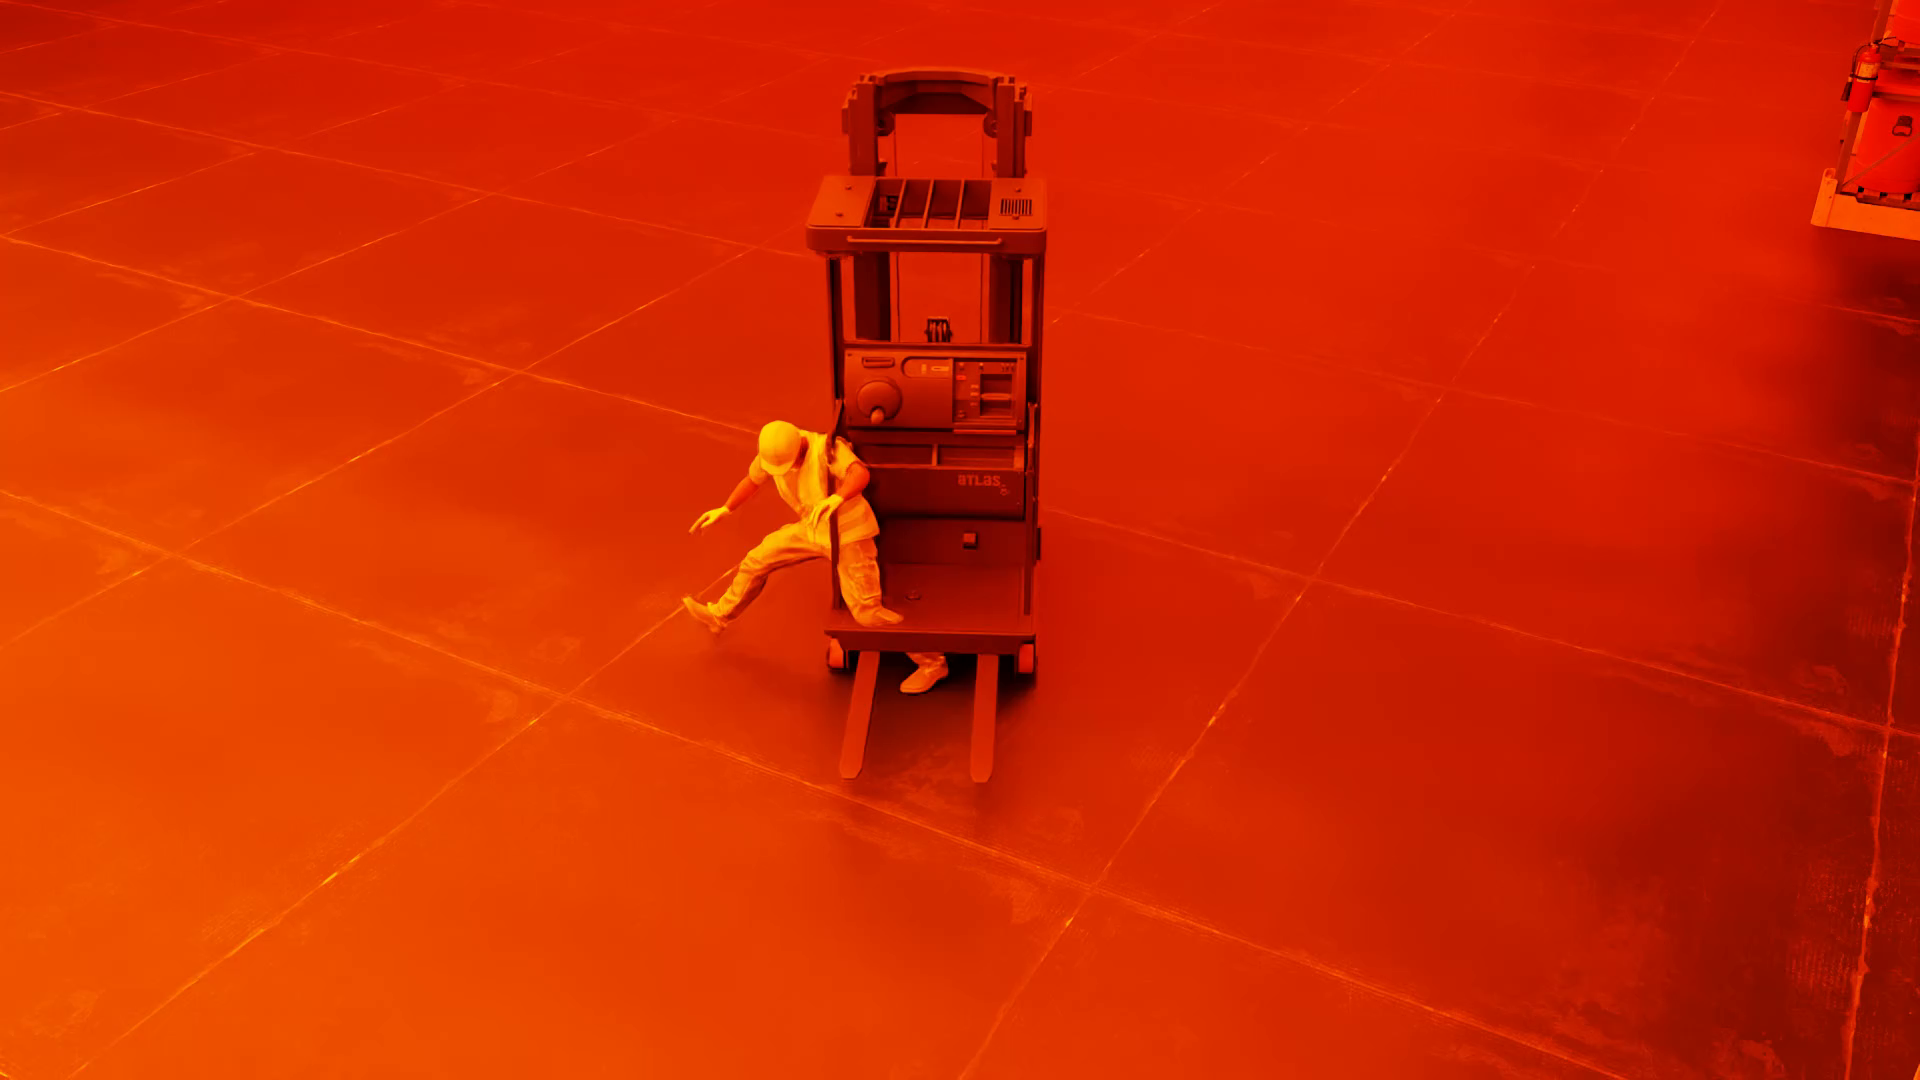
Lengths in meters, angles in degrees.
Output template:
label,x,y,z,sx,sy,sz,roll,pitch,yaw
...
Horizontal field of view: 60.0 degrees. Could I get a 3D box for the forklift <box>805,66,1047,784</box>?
label,x,y,z,sx,sy,sz,roll,pitch,yaw
forklift,-0.134,-0.727,8.330,1.130,2.935,3.031,1,30,2

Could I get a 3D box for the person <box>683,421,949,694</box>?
label,x,y,z,sx,sy,sz,roll,pitch,yaw
person,-0.771,0.015,8.527,0.886,1.412,1.276,-23,37,-34
